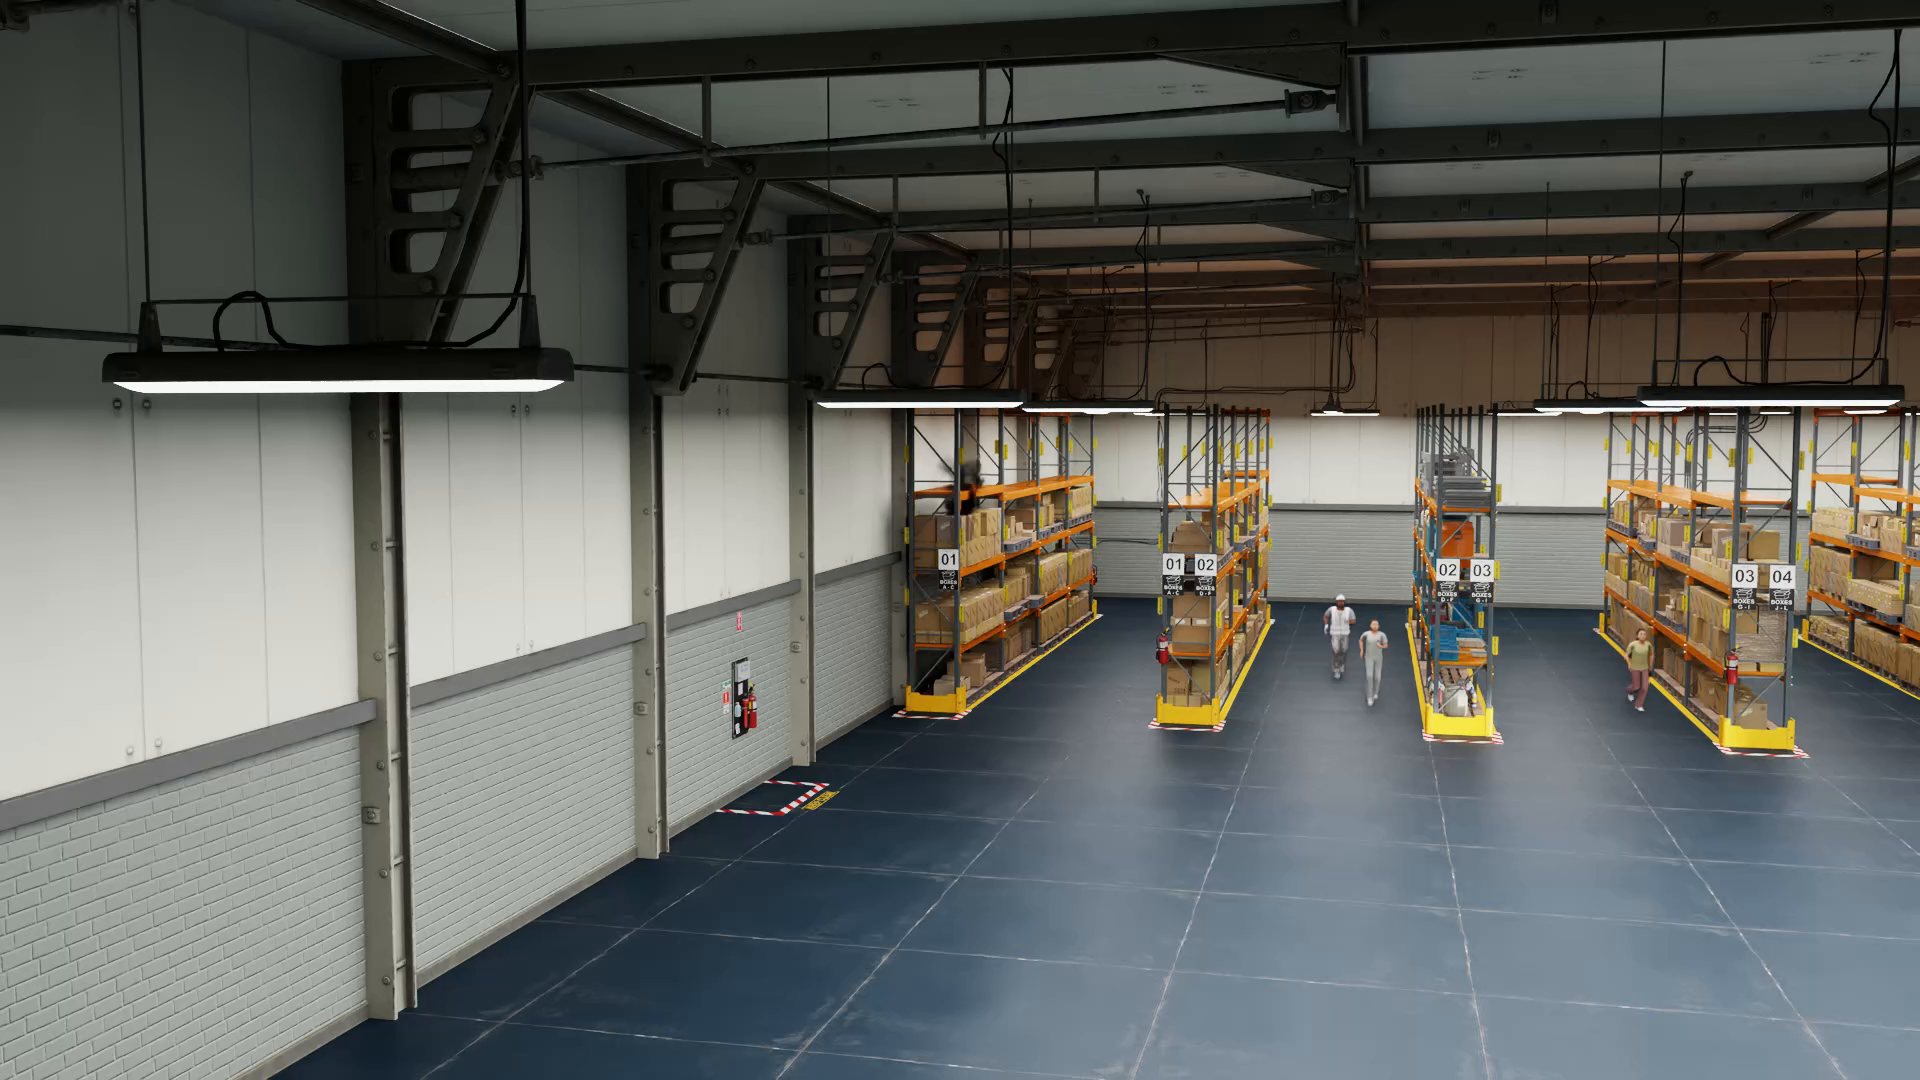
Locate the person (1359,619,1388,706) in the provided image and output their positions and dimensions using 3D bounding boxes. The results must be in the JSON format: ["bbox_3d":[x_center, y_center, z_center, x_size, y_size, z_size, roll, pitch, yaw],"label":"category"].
[{"bbox_3d":[8.341,2.434,33.530,0.541,1.715,0.830,1,4,9],"label":"person"}]

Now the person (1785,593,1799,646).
[{"bbox_3d":[20.367,1.872,41.067,0.669,1.769,0.821,1,4,11],"label":"person"}]

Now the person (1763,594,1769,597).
[{"bbox_3d":[20.650,1.723,43.172,0.766,1.701,0.631,3,5,39],"label":"person"}]

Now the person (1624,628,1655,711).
[{"bbox_3d":[13.381,2.534,32.773,0.569,1.621,0.622,0,4,6],"label":"person"}]

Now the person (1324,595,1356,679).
[{"bbox_3d":[8.446,2.123,36.955,0.671,1.818,0.897,0,4,5],"label":"person"}]
